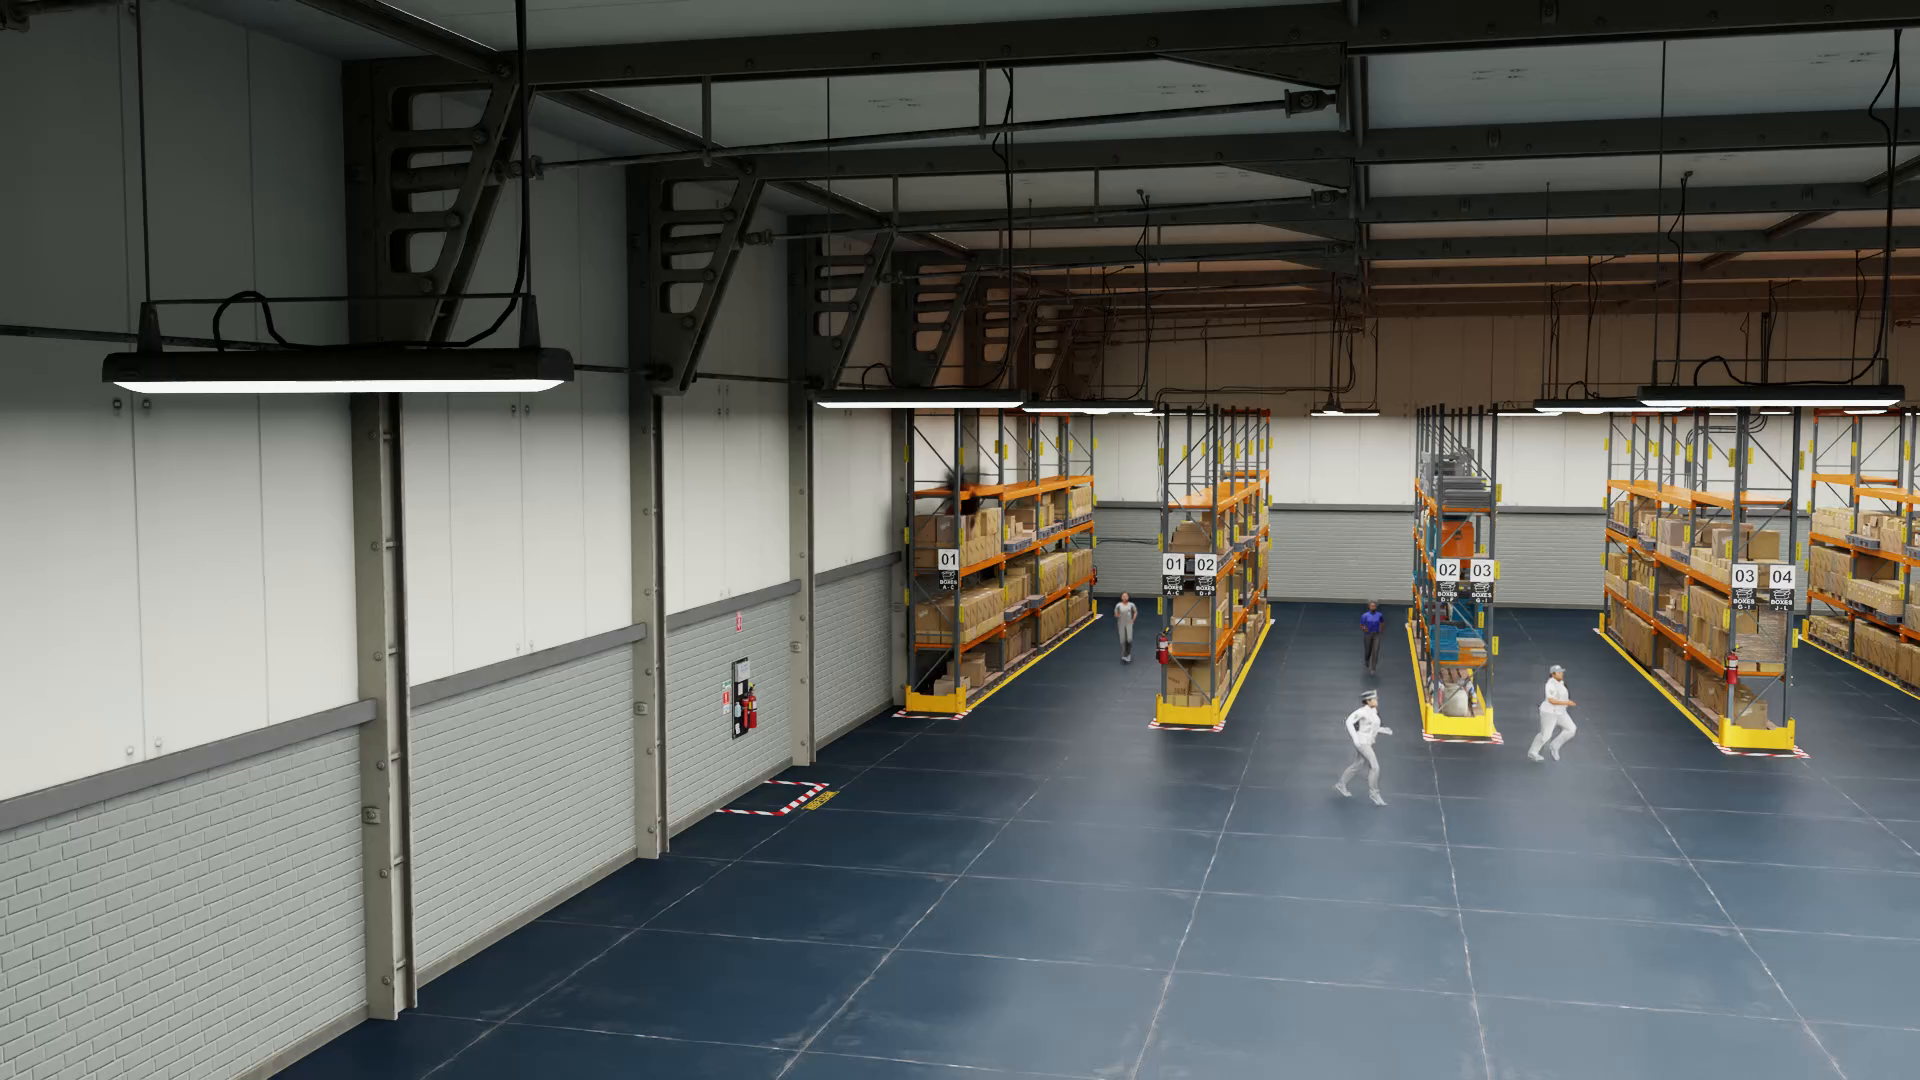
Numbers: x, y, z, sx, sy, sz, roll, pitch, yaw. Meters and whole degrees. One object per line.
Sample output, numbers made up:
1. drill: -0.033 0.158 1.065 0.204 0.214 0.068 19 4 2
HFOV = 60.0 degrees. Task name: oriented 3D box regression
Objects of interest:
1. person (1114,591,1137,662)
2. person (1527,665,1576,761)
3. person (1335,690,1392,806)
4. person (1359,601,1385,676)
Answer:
1. person: 3.898 2.047 39.128 0.547 1.667 0.628 0 4 6
2. person: 9.899 2.878 27.677 0.617 1.610 0.811 -4 6 -42
3. person: 6.022 3.079 24.858 0.862 1.729 0.541 2 5 30
4. person: 9.241 2.225 37.255 0.581 1.549 0.887 1 4 7
